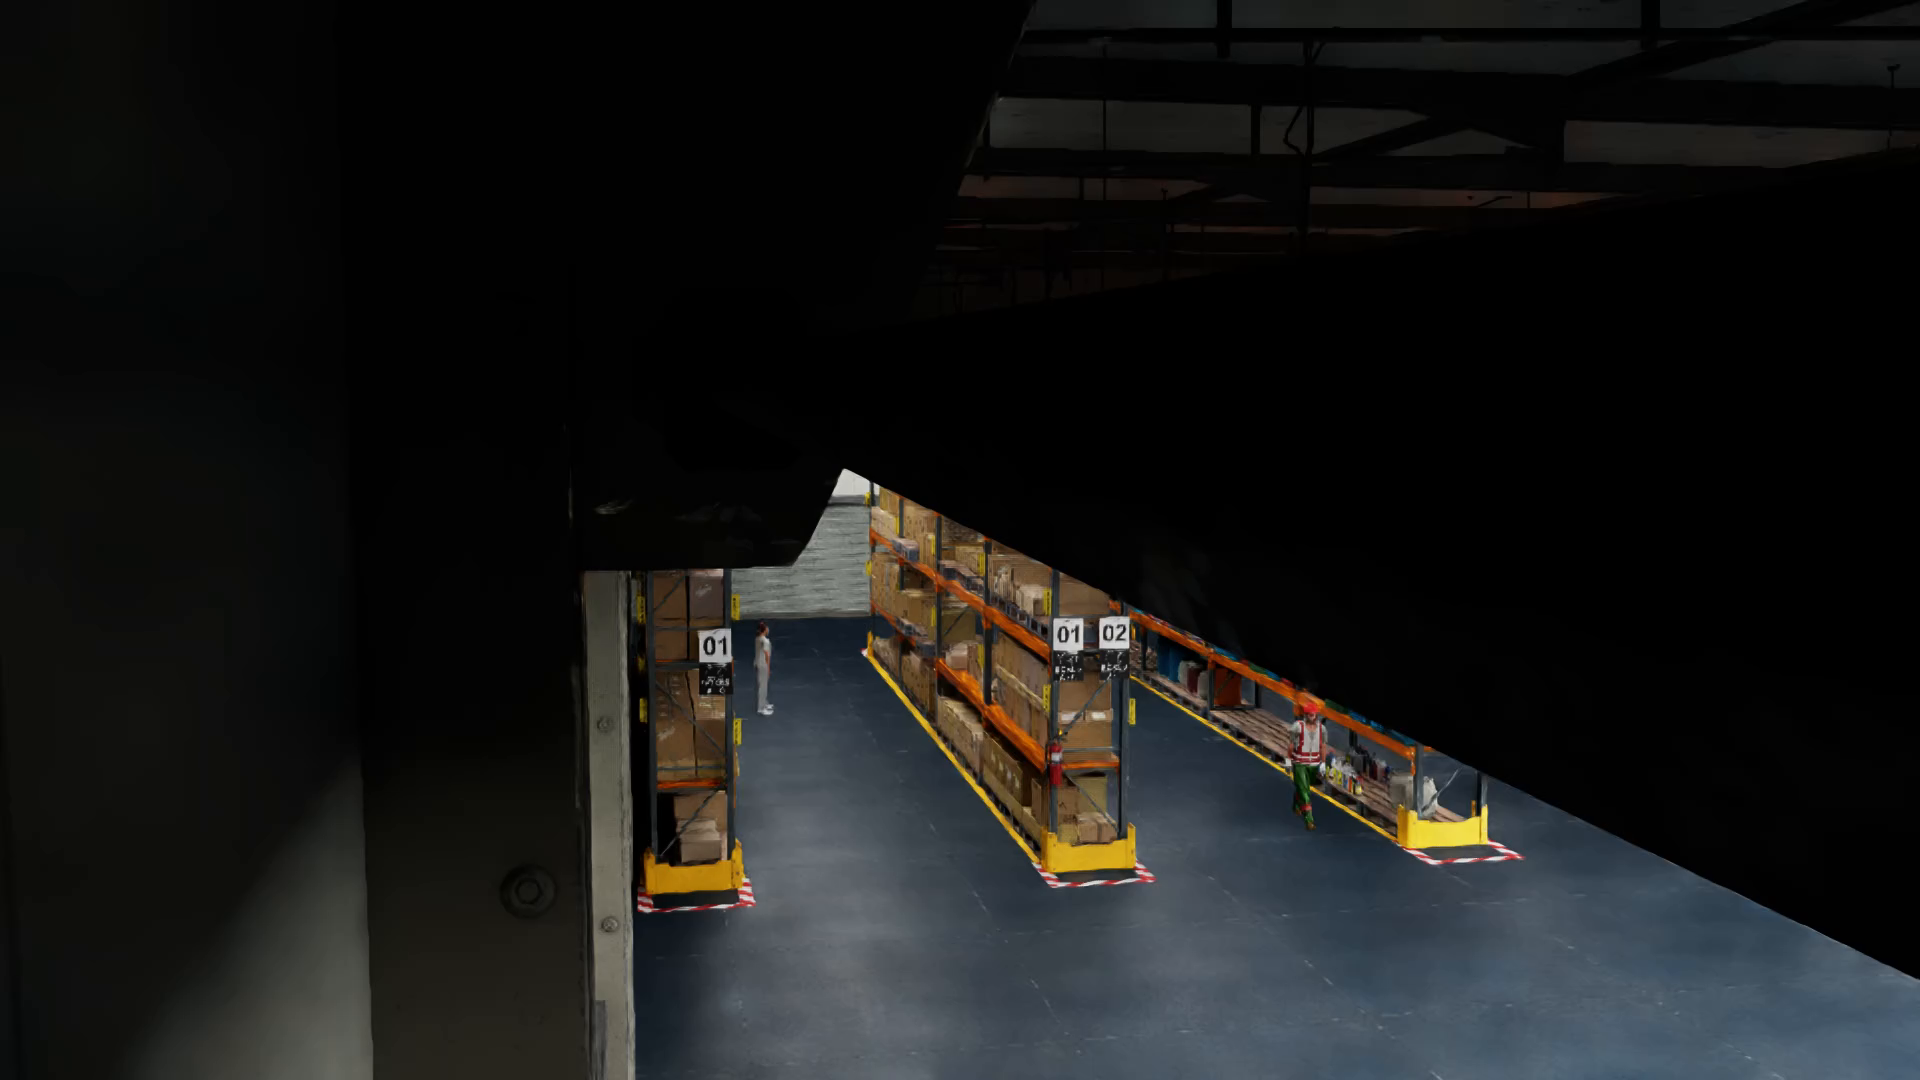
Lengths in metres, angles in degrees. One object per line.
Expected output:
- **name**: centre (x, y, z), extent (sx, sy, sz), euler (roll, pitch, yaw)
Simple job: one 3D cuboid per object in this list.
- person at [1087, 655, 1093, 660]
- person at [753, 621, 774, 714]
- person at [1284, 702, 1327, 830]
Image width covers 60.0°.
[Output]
- **person**: centre (2.285, 2.218, 31.419), extent (0.542, 1.645, 1.126), euler (-1, 6, -8)
- **person**: centre (-3.559, 2.310, 30.403), extent (0.454, 1.679, 0.536), euler (-4, 7, -31)
- **person**: centre (4.814, 3.071, 22.957), extent (0.550, 1.709, 1.128), euler (-1, 6, -13)
